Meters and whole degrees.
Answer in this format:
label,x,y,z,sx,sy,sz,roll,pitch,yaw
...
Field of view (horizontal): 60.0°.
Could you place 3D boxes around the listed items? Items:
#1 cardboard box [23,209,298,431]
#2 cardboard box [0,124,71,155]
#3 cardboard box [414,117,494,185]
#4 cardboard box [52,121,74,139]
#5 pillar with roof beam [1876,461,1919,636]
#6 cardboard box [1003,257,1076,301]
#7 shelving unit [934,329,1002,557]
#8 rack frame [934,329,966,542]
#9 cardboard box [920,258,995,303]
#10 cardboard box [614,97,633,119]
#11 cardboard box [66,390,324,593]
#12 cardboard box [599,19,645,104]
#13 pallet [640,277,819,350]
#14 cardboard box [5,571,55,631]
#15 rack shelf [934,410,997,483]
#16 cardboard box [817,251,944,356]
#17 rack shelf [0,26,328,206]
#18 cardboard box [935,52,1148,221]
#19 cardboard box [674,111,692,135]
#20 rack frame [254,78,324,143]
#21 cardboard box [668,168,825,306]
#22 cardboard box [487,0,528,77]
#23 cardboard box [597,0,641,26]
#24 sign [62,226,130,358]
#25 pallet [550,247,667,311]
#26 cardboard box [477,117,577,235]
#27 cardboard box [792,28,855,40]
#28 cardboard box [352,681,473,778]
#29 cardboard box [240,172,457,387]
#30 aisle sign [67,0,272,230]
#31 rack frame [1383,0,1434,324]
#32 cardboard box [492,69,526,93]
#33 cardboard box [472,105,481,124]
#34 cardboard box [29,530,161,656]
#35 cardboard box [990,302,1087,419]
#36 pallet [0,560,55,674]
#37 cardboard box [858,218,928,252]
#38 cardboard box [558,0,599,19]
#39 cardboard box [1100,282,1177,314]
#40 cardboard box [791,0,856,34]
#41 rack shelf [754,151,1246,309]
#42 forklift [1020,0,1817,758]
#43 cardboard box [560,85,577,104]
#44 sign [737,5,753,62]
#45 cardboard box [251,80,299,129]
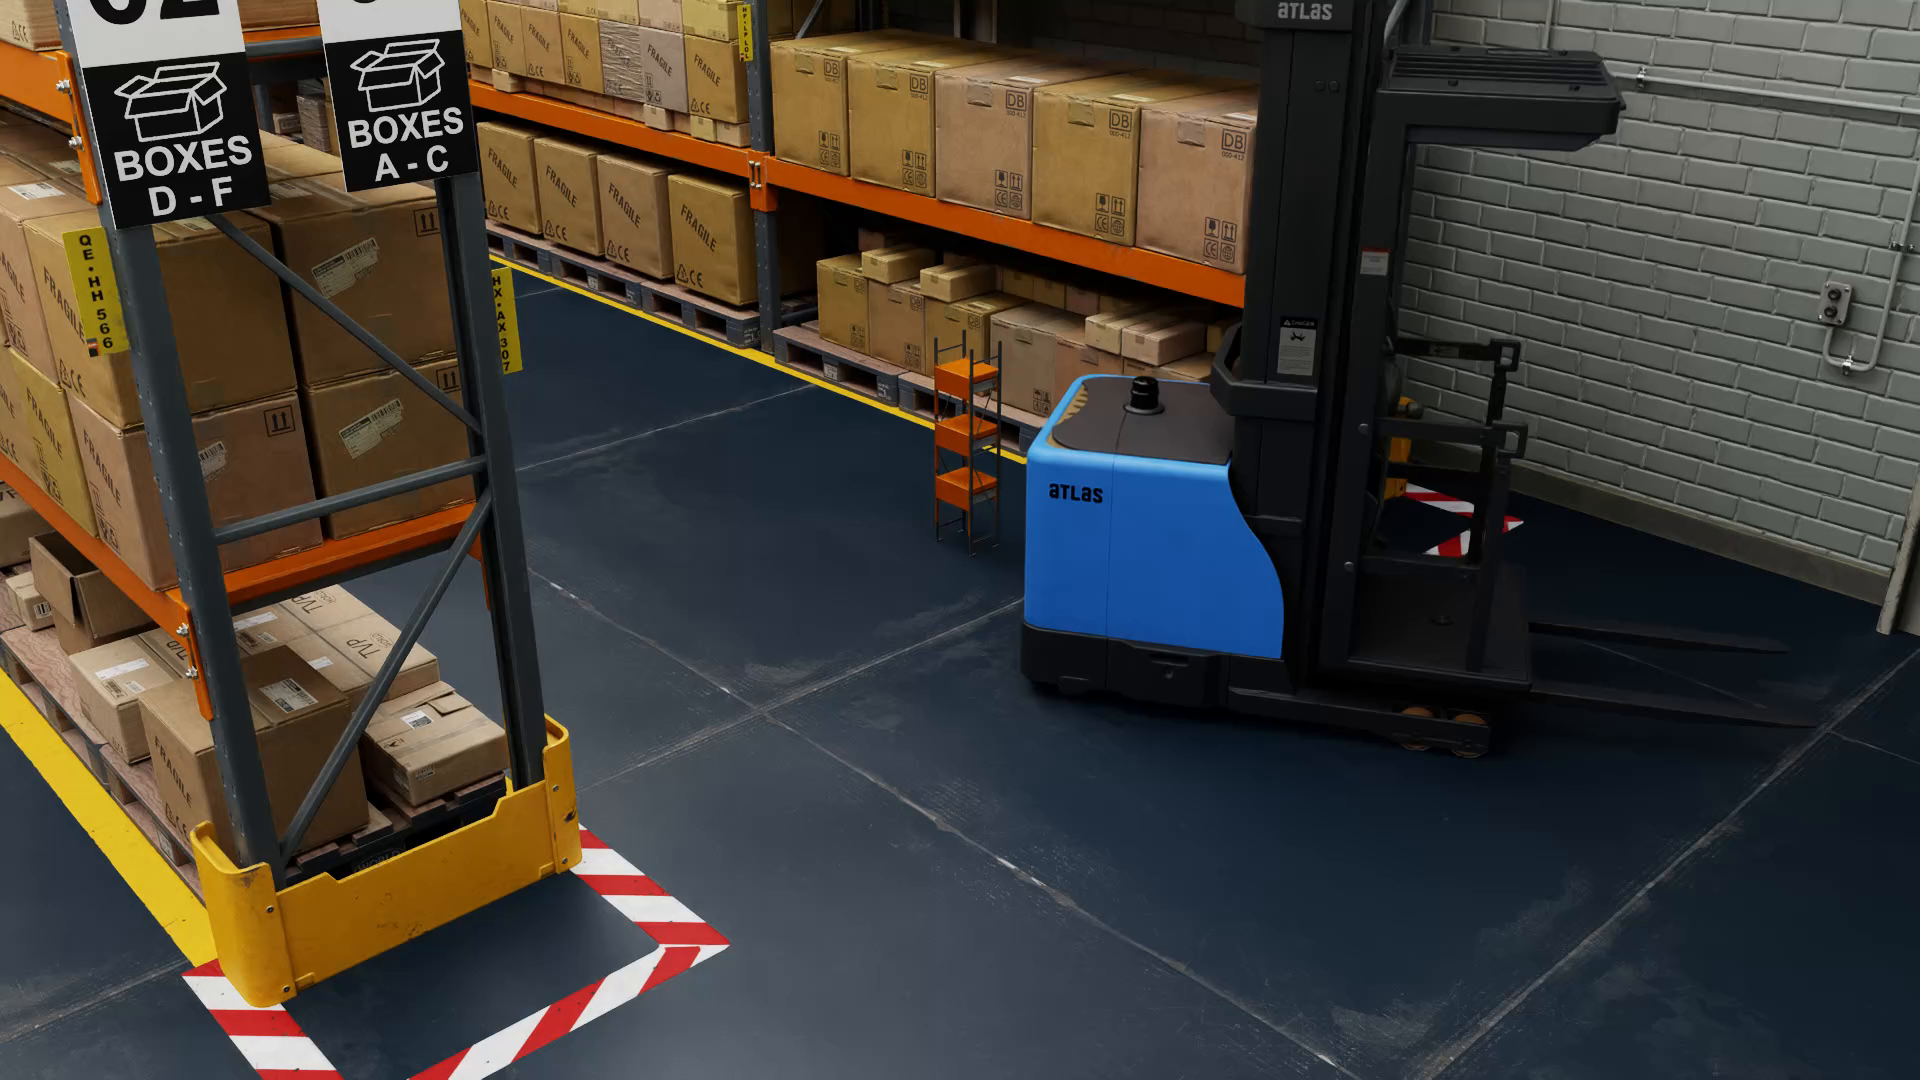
label,x,y,z,sx,sy,sz,roll,pitch,yaw
cardboard box,-2.290,-0.670,4.778,0.500,0.500,0.500,-22,32,-39
cardboard box,-3.345,-1.134,5.796,0.500,0.500,0.500,-20,31,-37
cardboard box,-4.437,-3.398,14.566,0.700,0.500,0.500,-21,32,-39
cardboard box,-2.945,-1.285,6.127,0.500,0.500,0.500,-22,32,-39
pillar with roof beam,1.163,-2.454,2.788,9.100,9.000,0.400,-21,32,-38
cardboard box,0.468,-1.531,9.715,0.380,0.149,0.250,-22,32,-39
shelving unit,0.037,-0.461,7.997,0.215,1.050,0.252,-21,32,-38
rack frame,-0.047,-0.498,8.078,0.200,1.050,0.008,-21,32,-38
cardboard box,-0.012,-1.510,9.671,0.380,0.149,0.250,-22,33,-40
cardboard box,-2.180,-3.045,11.589,0.380,0.149,0.250,-22,33,-40
cardboard box,-2.290,-0.216,4.990,0.500,0.500,0.500,-20,31,-37
cardboard box,-2.098,-3.295,11.356,0.500,0.500,0.500,-21,32,-38
pallet,-1.488,-1.674,11.666,1.003,0.211,1.213,-21,32,-38
cardboard box,-3.792,0.212,7.054,0.380,0.166,0.250,-21,32,-38
rack shelf,0.037,-0.452,8.001,0.215,0.259,0.240,-21,32,-38
cardboard box,-0.469,-1.529,10.493,0.700,0.500,0.500,-21,32,-38
rack shelf,-3.152,-1.756,5.737,1.077,0.370,4.000,-21,32,-38
cardboard box,0.453,-2.258,9.223,0.700,0.700,0.980,22,32,39
cardboard box,-1.677,-2.808,11.071,0.380,0.149,0.250,-20,31,-37
rack frame,-6.374,-5.154,15.934,1.000,3.000,0.127,-21,32,-38
cardboard box,-1.445,-2.104,11.331,0.750,0.750,0.750,-21,32,-38
cardboard box,-3.143,-3.751,12.356,0.500,0.500,0.500,-20,31,-37
cardboard box,-2.103,-3.643,11.215,0.500,0.250,0.500,-20,32,-37
sign,-2.204,-0.631,4.244,0.100,0.325,0.005,-21,32,-38
pallet,-2.326,-2.044,12.476,1.003,0.211,1.213,-21,32,-38
cardboard box,-3.233,-2.895,13.067,0.750,0.750,0.750,-22,32,-39
cardboard box,-1.036,-3.131,10.997,0.500,0.500,0.500,22,33,40
cardboard box,-1.991,0.676,6.037,0.380,0.166,0.250,-21,32,-38
cardboard box,-1.896,-0.822,5.112,0.500,0.500,0.500,-20,31,-37
aisle sign,-1.962,-1.187,4.107,0.394,0.787,0.004,-21,32,-38
rack frame,1.828,-1.519,7.965,1.000,3.000,0.127,-21,32,-38
cardboard box,-3.298,-3.488,12.561,0.380,0.149,0.250,-20,31,-37
cardboard box,-4.514,-3.740,14.413,0.500,0.250,0.500,-20,32,-38
cardboard box,-3.231,0.179,6.721,0.797,0.503,0.637,-21,32,-38
cardboard box,0.591,-1.060,9.465,0.500,0.500,0.700,23,33,40
pallet,-4.050,0.153,7.661,1.003,0.211,1.213,-21,32,-38
cardboard box,-0.423,-1.924,10.578,0.380,0.149,0.250,-21,32,-39
cardboard box,-2.451,-3.797,11.553,0.500,0.250,0.500,-22,33,-39
cardboard box,0.991,-1.299,9.208,0.380,0.149,0.250,-21,32,-38
cardboard box,-1.030,-3.475,10.847,0.500,0.250,0.500,-20,31,-37
rack shelf,0.461,-1.797,9.443,1.077,0.370,4.000,-21,32,-38
forklift,1.824,-0.738,6.337,3.031,2.935,1.130,7,25,14
cardboard box,-2.684,-3.290,12.126,0.380,0.149,0.250,-21,32,-38
sign,-1.295,-3.064,10.054,0.100,0.325,0.005,-21,32,-38
cardboard box,-7.112,-4.520,17.026,0.500,0.500,0.500,21,32,38
